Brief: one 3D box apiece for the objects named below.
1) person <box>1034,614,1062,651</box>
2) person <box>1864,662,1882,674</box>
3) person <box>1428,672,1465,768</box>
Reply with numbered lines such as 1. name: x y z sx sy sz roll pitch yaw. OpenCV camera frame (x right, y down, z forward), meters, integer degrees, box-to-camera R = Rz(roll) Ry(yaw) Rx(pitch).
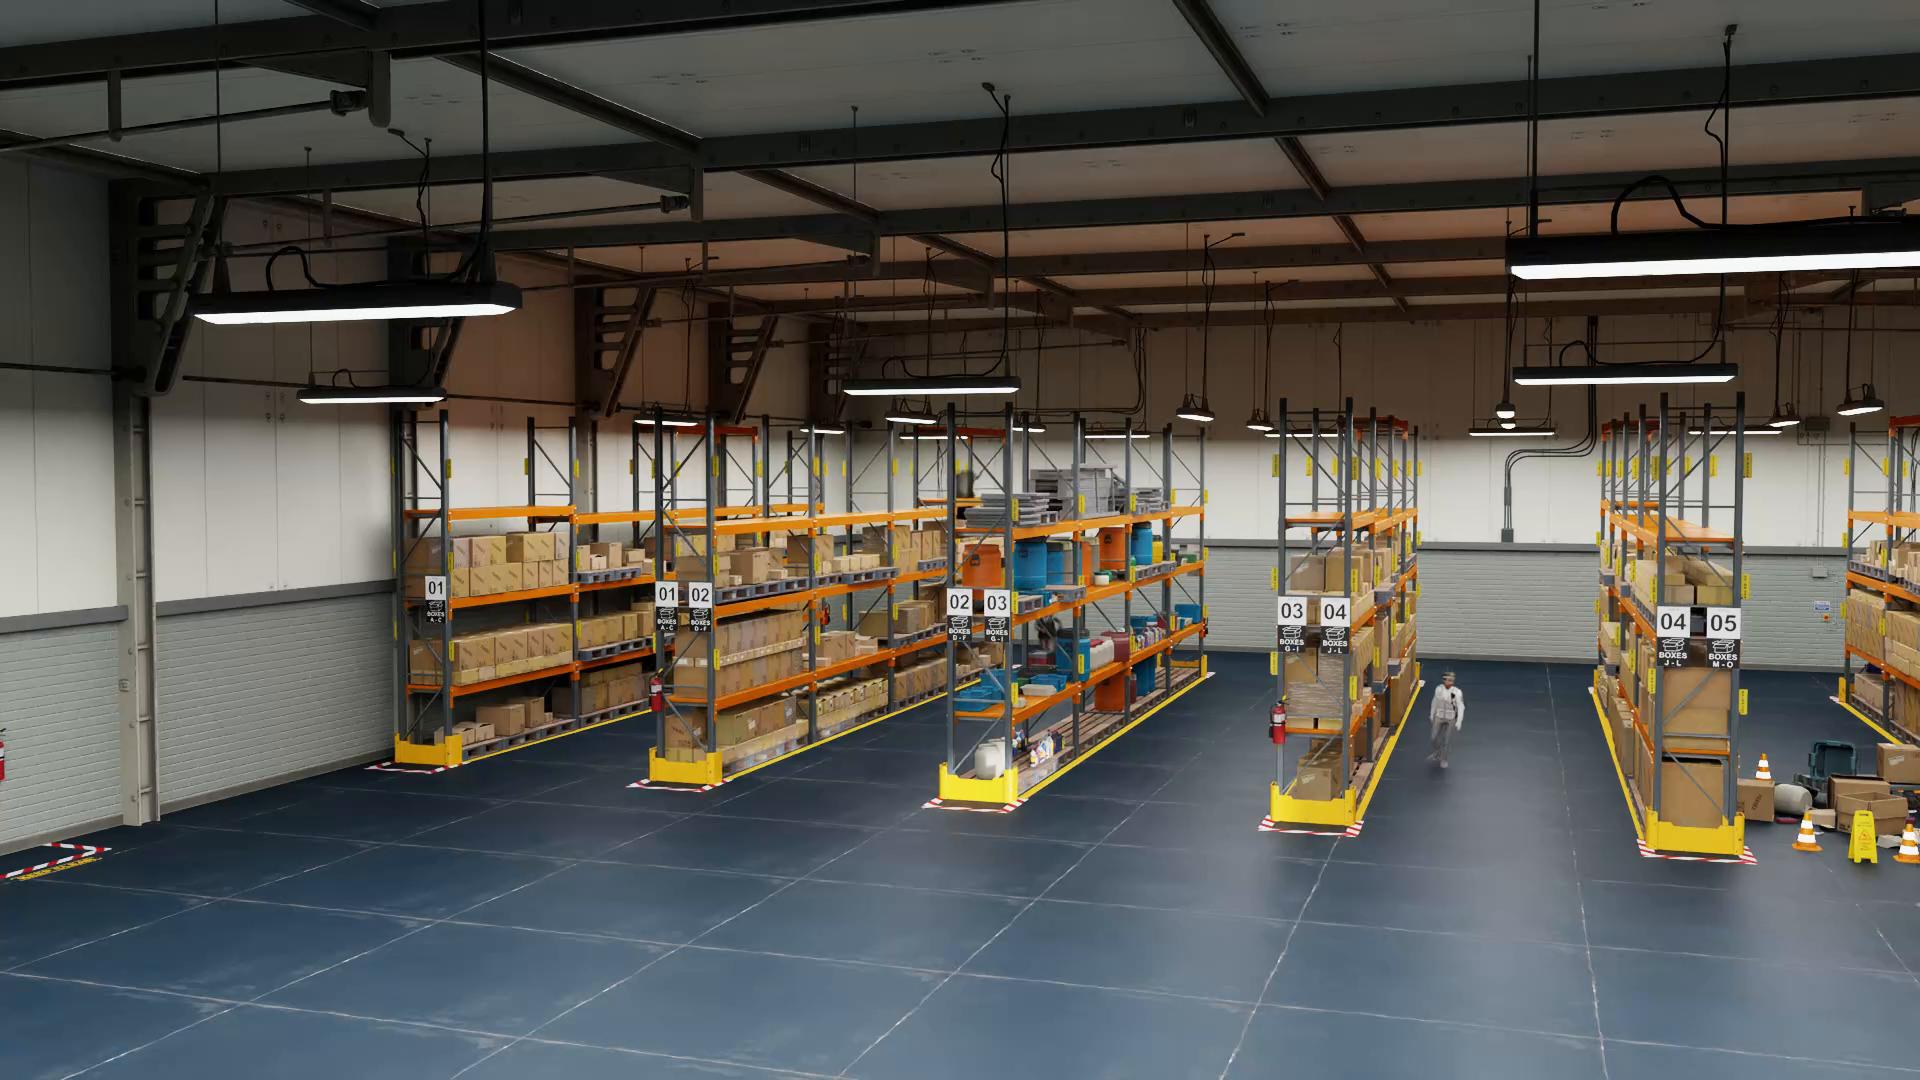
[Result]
1. person: 2.129 2.416 40.567 0.638 1.713 0.679 1 3 15
2. person: 20.129 2.624 36.581 0.617 1.651 0.892 -2 3 -45
3. person: 8.142 3.005 27.876 0.638 1.635 0.536 1 3 28
